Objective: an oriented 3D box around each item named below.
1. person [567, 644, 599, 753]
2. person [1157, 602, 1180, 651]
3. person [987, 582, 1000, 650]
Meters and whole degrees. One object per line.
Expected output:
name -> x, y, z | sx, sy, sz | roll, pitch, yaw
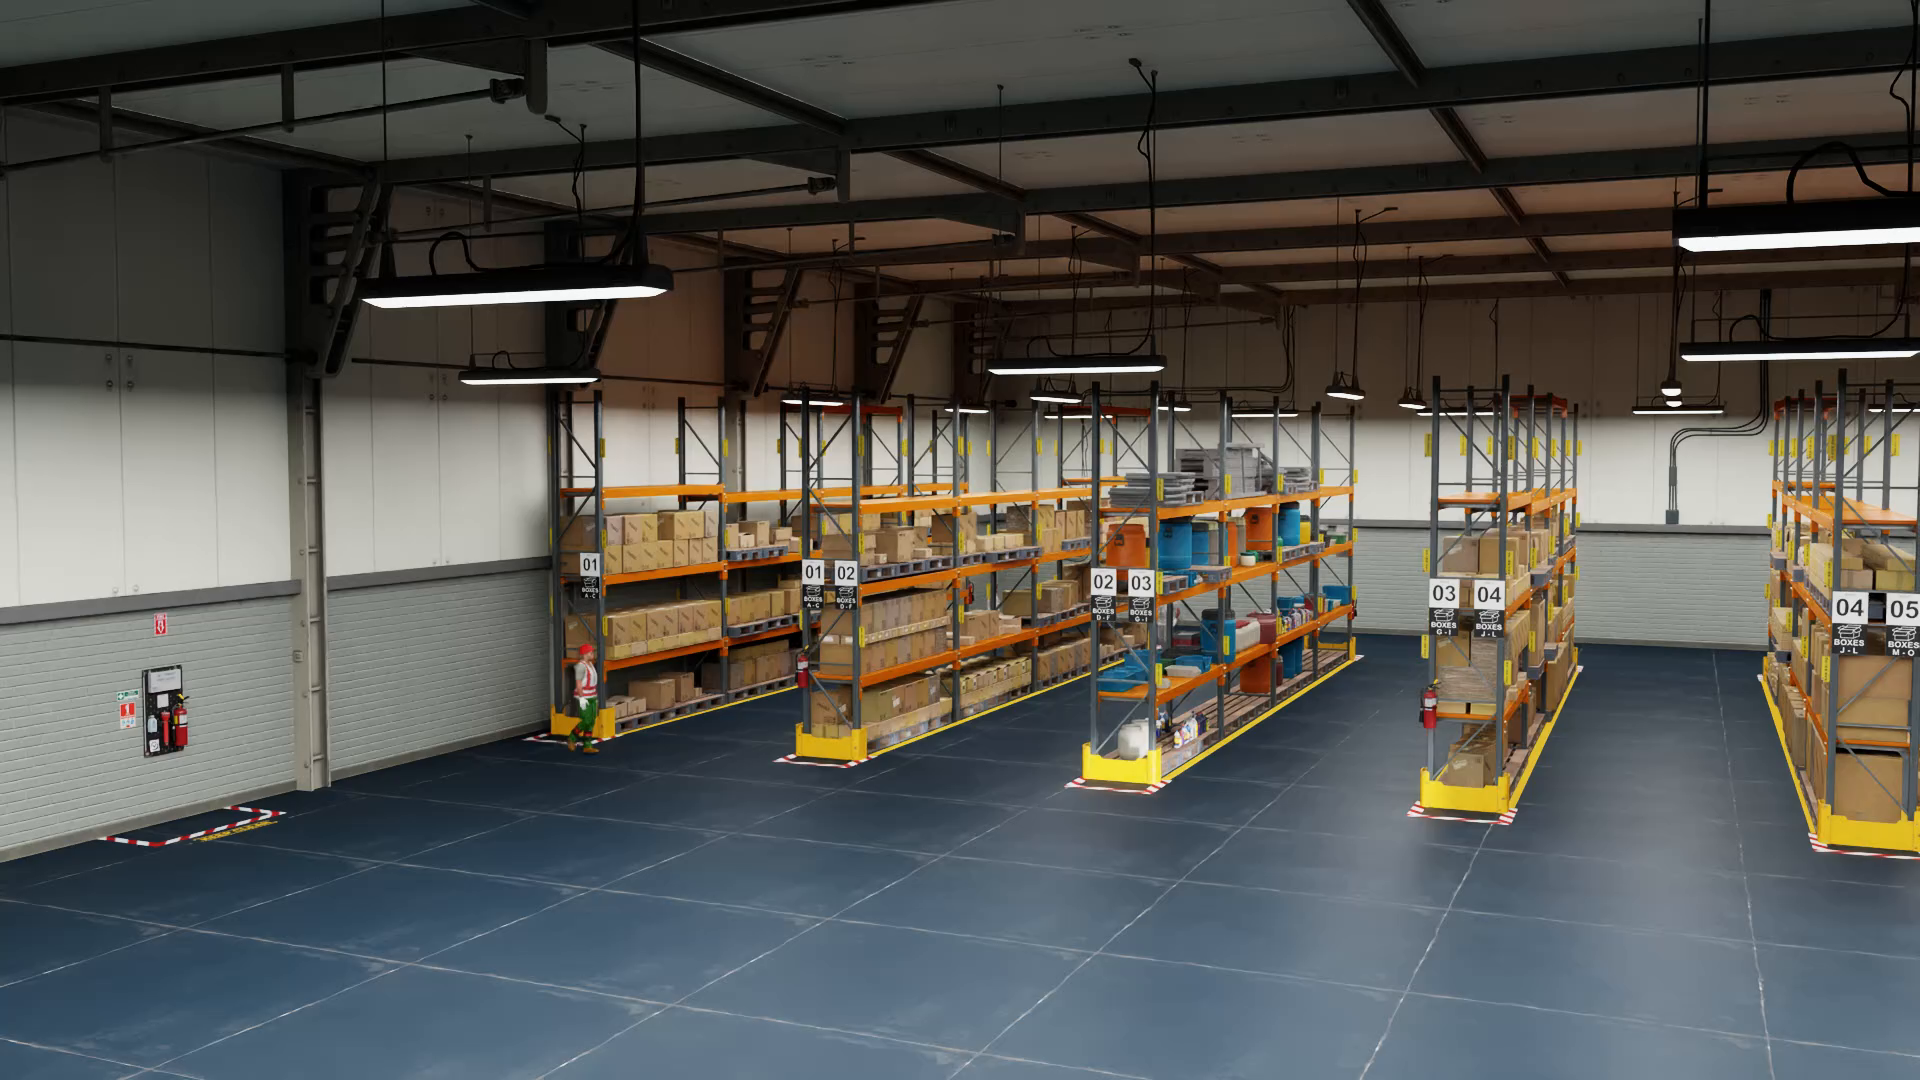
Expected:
person -> -6.159, 2.590, 27.160 | 0.512, 1.790, 0.563 | 1, 3, 19
person -> 4.849, 1.993, 39.325 | 0.712, 1.683, 0.649 | 2, 4, 32
person -> 0.778, 1.891, 41.187 | 0.449, 1.677, 0.511 | -1, 3, -13
